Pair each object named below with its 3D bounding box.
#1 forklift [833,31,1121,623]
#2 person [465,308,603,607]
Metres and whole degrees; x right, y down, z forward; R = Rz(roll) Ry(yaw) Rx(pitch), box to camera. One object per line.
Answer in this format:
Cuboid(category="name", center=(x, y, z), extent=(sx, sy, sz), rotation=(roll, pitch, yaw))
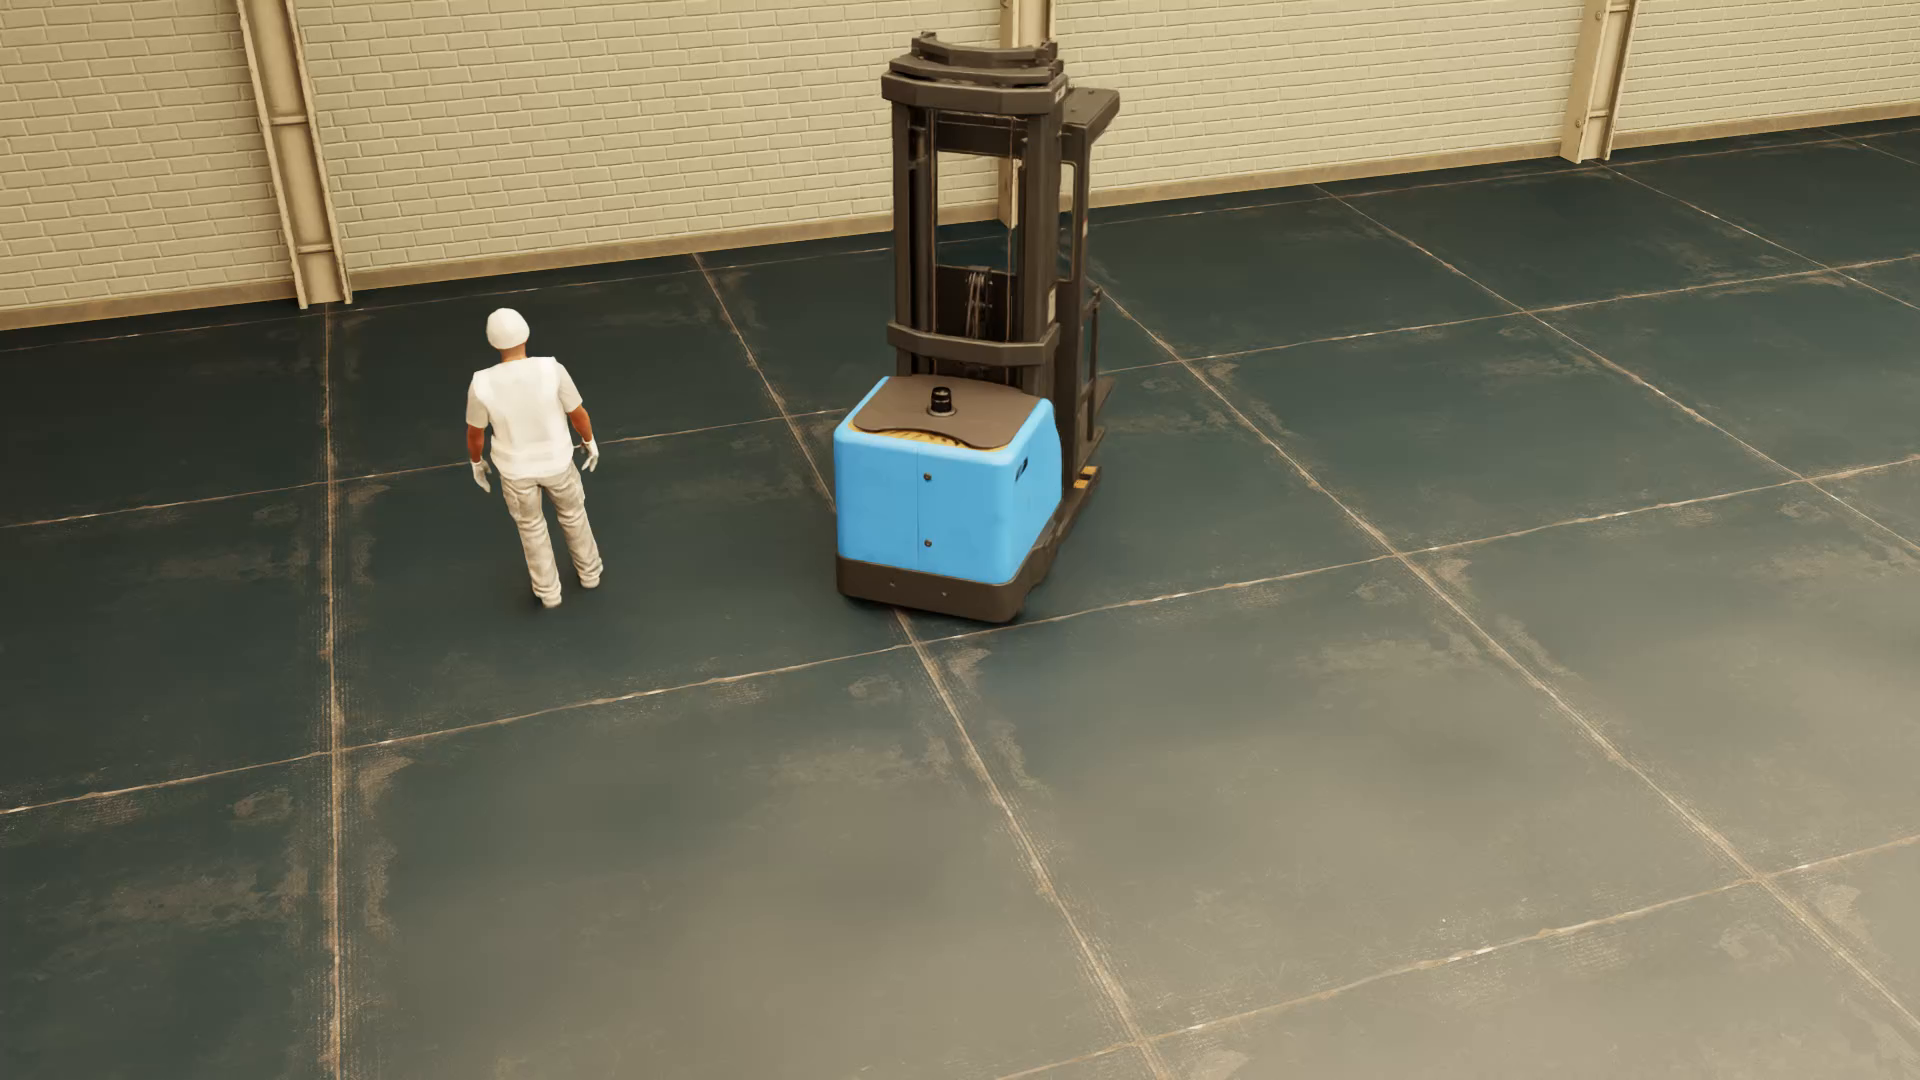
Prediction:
Cuboid(category="forklift", center=(0.263, -1.540, 9.764), extent=(1.130, 2.935, 3.031), rotation=(10, 31, 16))
Cuboid(category="person", center=(-2.317, -0.470, 9.045), extent=(0.672, 1.786, 0.576), rotation=(-9, 31, -15))
